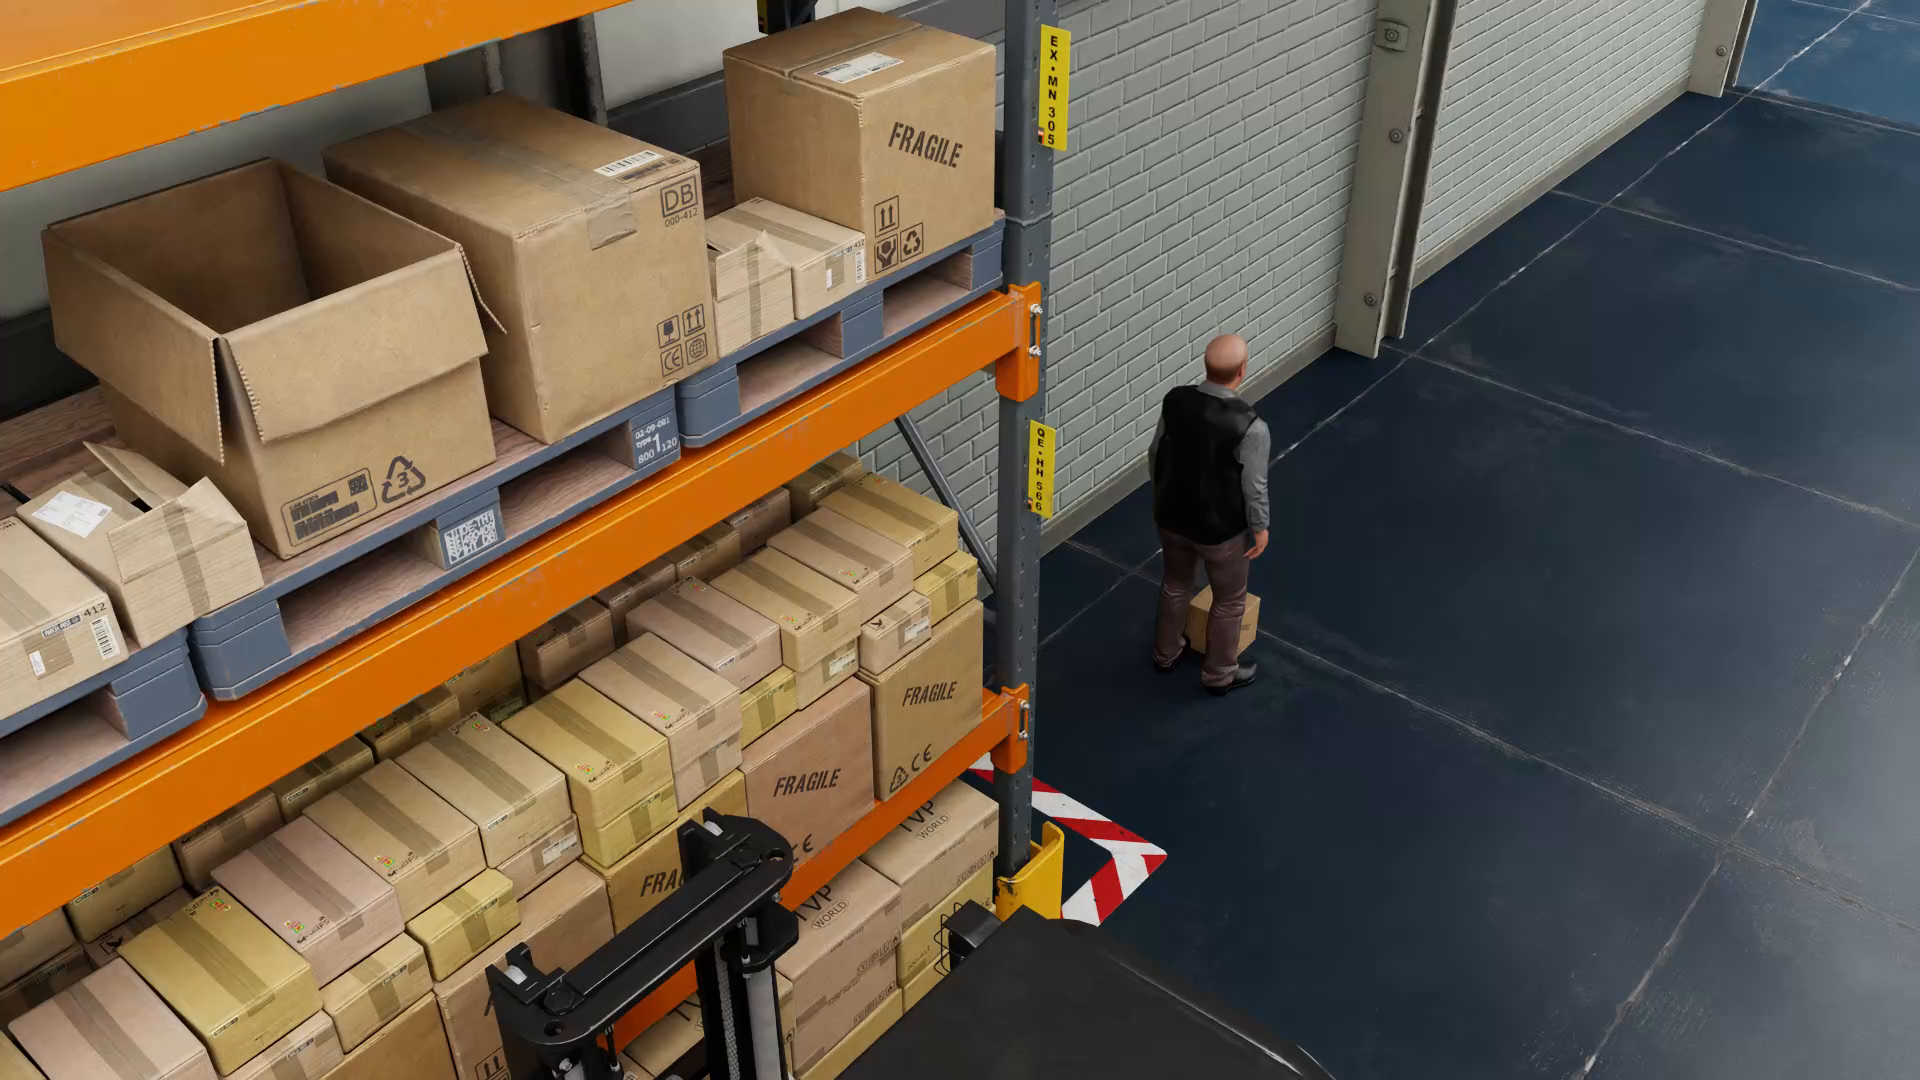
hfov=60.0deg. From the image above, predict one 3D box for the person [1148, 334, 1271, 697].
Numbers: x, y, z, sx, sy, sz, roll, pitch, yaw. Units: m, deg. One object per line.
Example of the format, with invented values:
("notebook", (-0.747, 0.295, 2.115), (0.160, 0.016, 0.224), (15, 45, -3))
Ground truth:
("person", (1.071, -0.091, 7.296), (0.580, 1.721, 0.414), (25, 42, 32))
